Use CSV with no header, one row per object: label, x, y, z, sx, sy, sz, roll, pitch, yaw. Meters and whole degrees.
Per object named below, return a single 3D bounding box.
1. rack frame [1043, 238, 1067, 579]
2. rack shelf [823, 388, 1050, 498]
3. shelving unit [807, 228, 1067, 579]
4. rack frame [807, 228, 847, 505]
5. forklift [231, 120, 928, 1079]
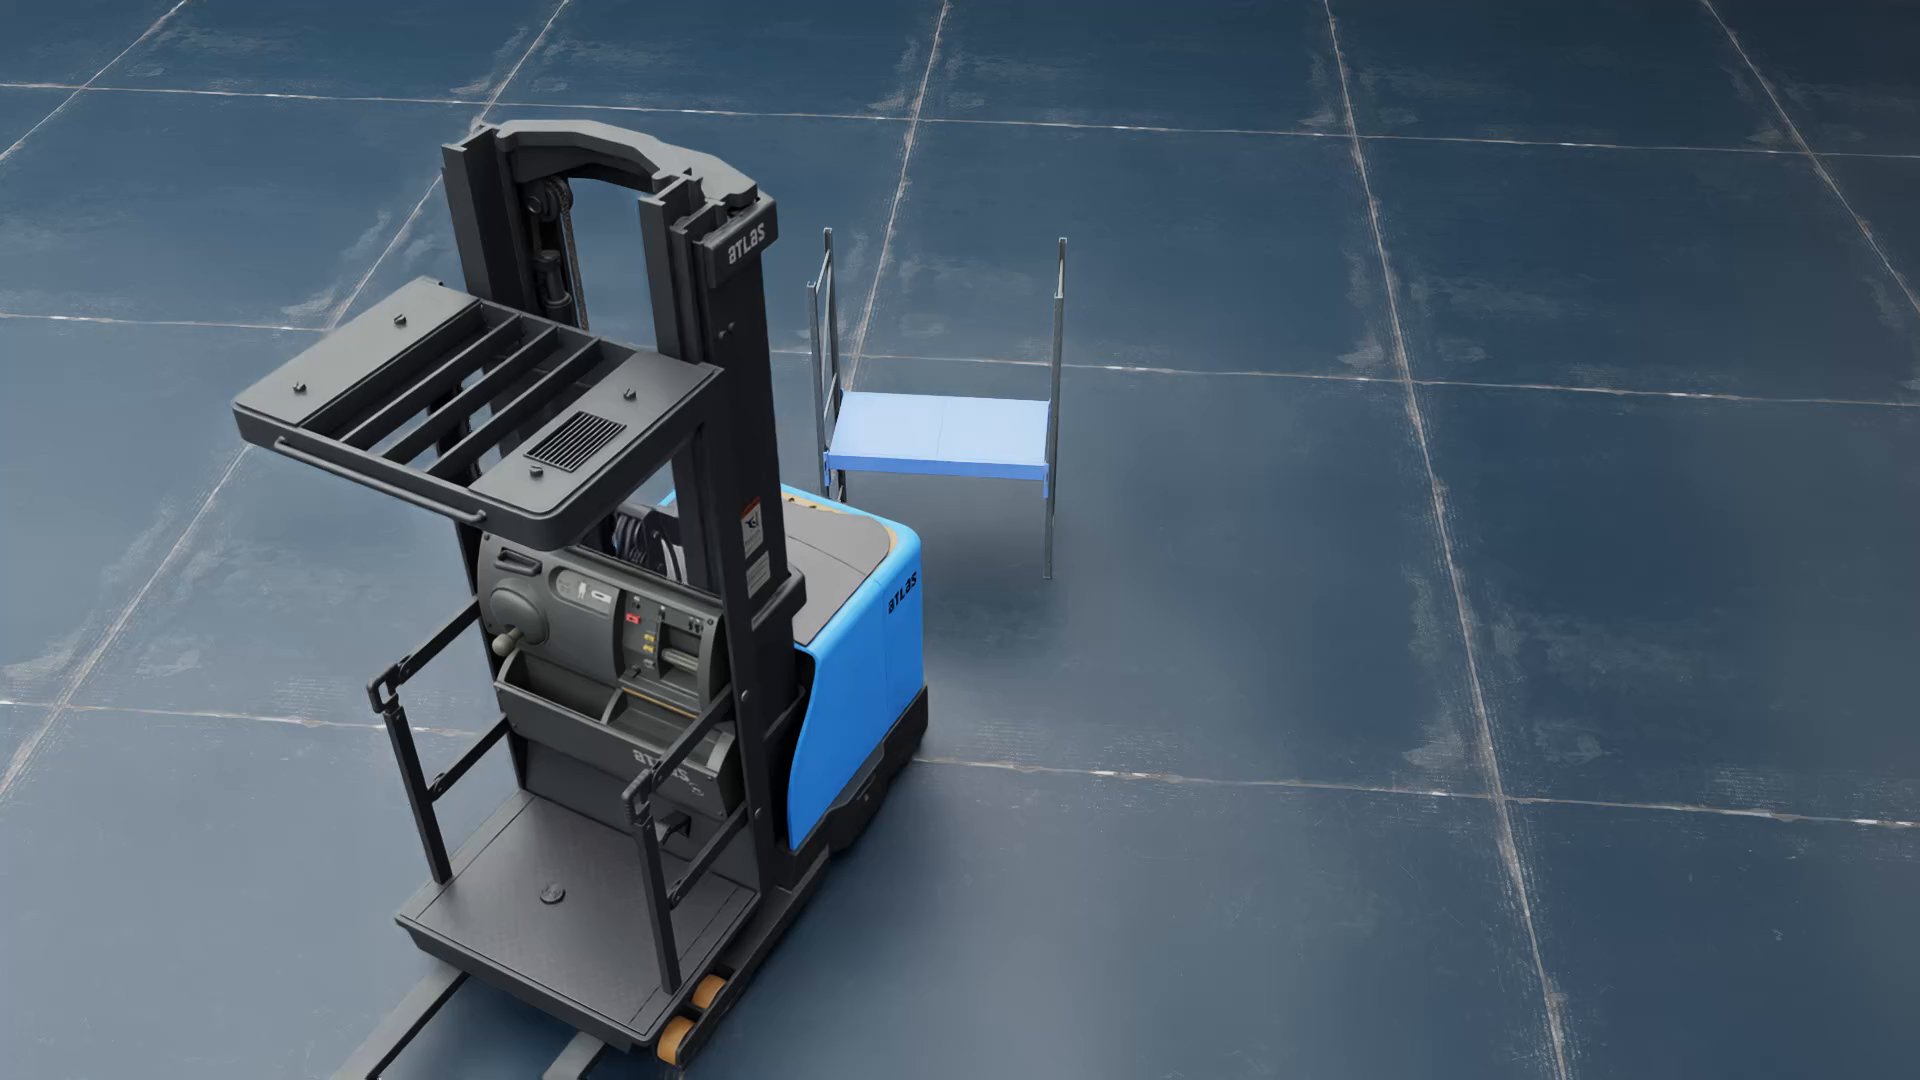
rack frame,0.421,-0.559,7.419,0.032,1.500,0.500,3,39,4
rack shelf,-0.085,-0.447,7.566,1.000,0.185,0.538,3,39,4
shelving unit,-0.085,-0.586,7.453,1.048,1.500,0.538,3,39,4
rack frame,-0.591,-0.614,7.487,0.032,1.500,0.500,3,39,4
forklift,-1.267,0.337,5.185,1.130,2.935,3.031,18,43,21
